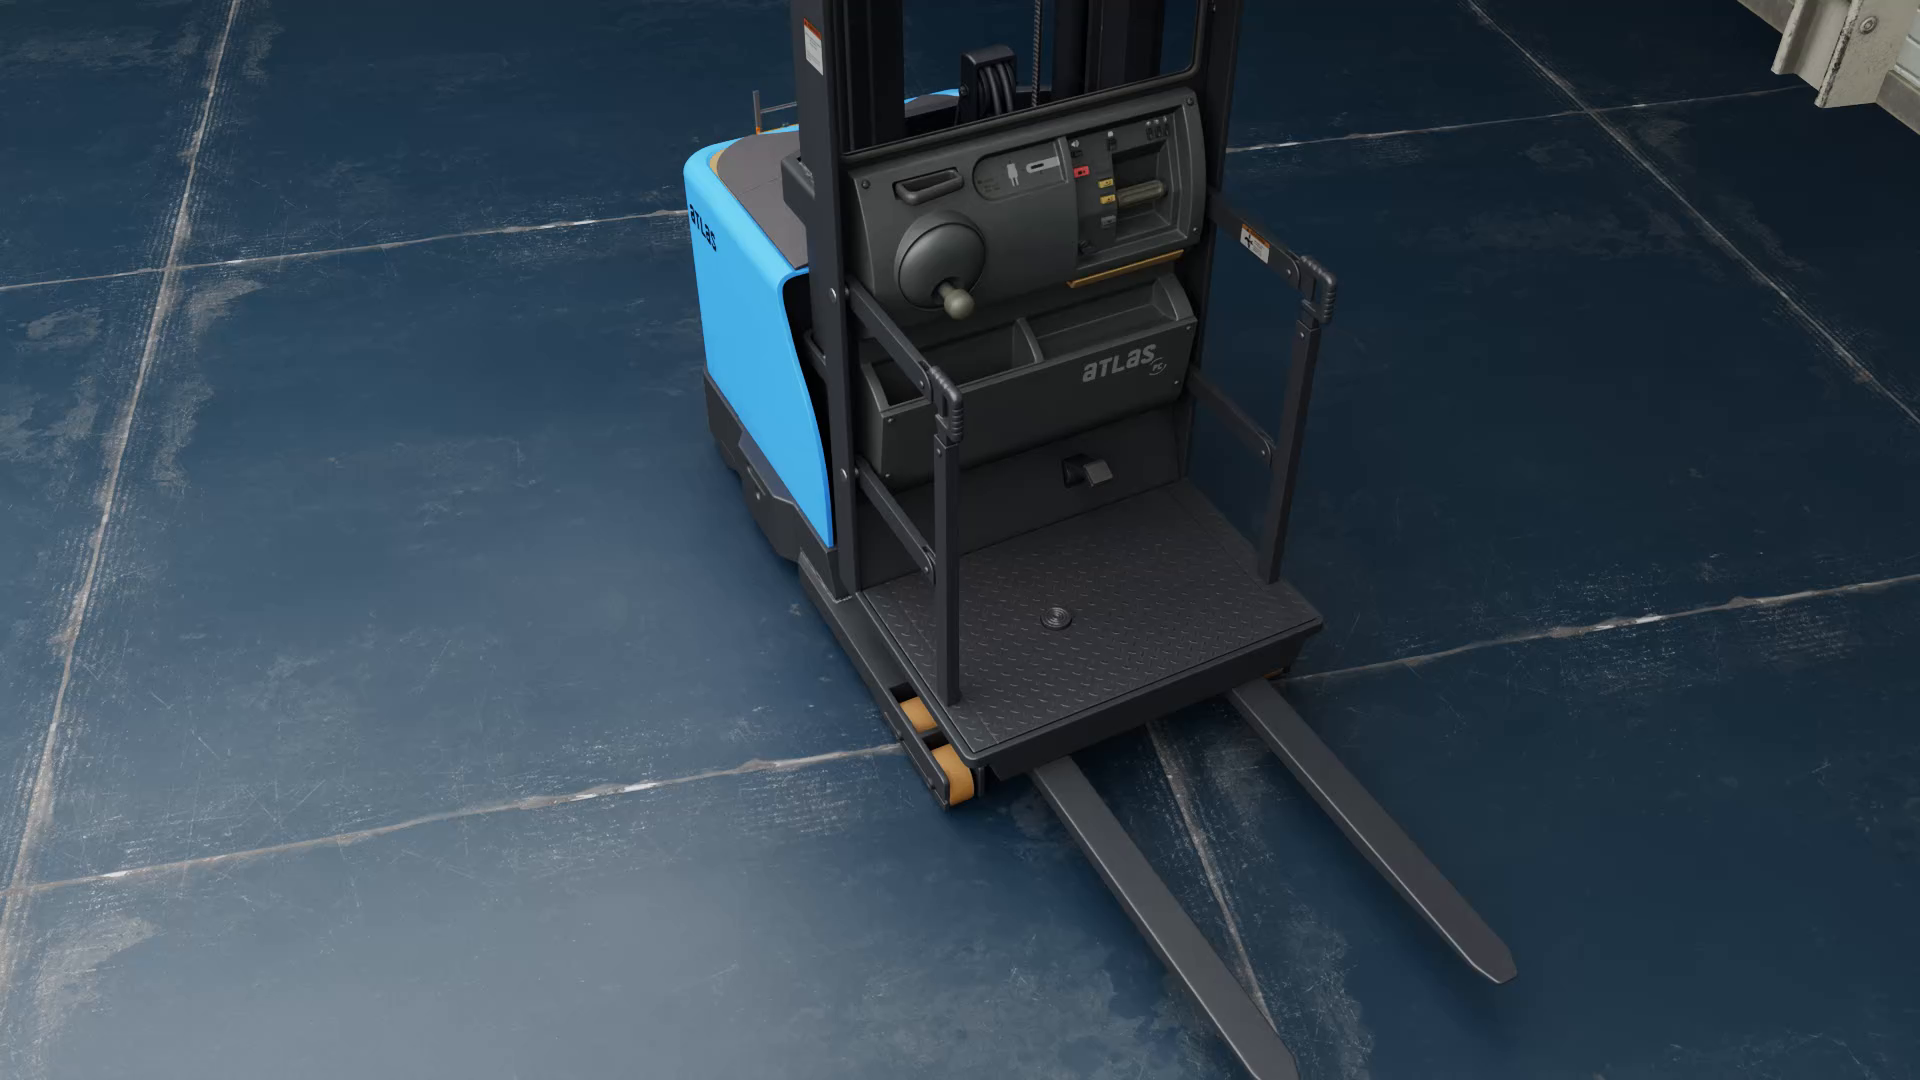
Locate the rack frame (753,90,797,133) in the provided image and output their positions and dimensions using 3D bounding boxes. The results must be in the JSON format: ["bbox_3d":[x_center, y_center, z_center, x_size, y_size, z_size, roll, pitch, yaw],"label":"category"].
[{"bbox_3d":[-0.566,-1.057,5.650,0.200,1.050,0.008,-19,45,-20],"label":"rack frame"}]

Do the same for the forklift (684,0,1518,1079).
[{"bbox_3d":[0.286,-0.728,3.863,1.130,2.935,3.031,-19,45,-20],"label":"forklift"}]

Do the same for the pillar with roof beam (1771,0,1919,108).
[{"bbox_3d":[-0.254,-4.826,3.908,9.100,9.000,0.400,-8,42,-9],"label":"pillar with roof beam"}]

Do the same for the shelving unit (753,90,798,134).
[{"bbox_3d":[-0.510,-0.985,5.569,0.215,1.050,0.252,-19,45,-20],"label":"shelving unit"}]

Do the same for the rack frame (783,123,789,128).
[{"bbox_3d":[-0.454,-0.913,5.488,0.200,1.050,0.008,-19,45,-20],"label":"rack frame"}]

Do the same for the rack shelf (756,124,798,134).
[{"bbox_3d":[-0.510,-1.189,5.388,0.215,0.259,0.240,-19,45,-20],"label":"rack shelf"}]
